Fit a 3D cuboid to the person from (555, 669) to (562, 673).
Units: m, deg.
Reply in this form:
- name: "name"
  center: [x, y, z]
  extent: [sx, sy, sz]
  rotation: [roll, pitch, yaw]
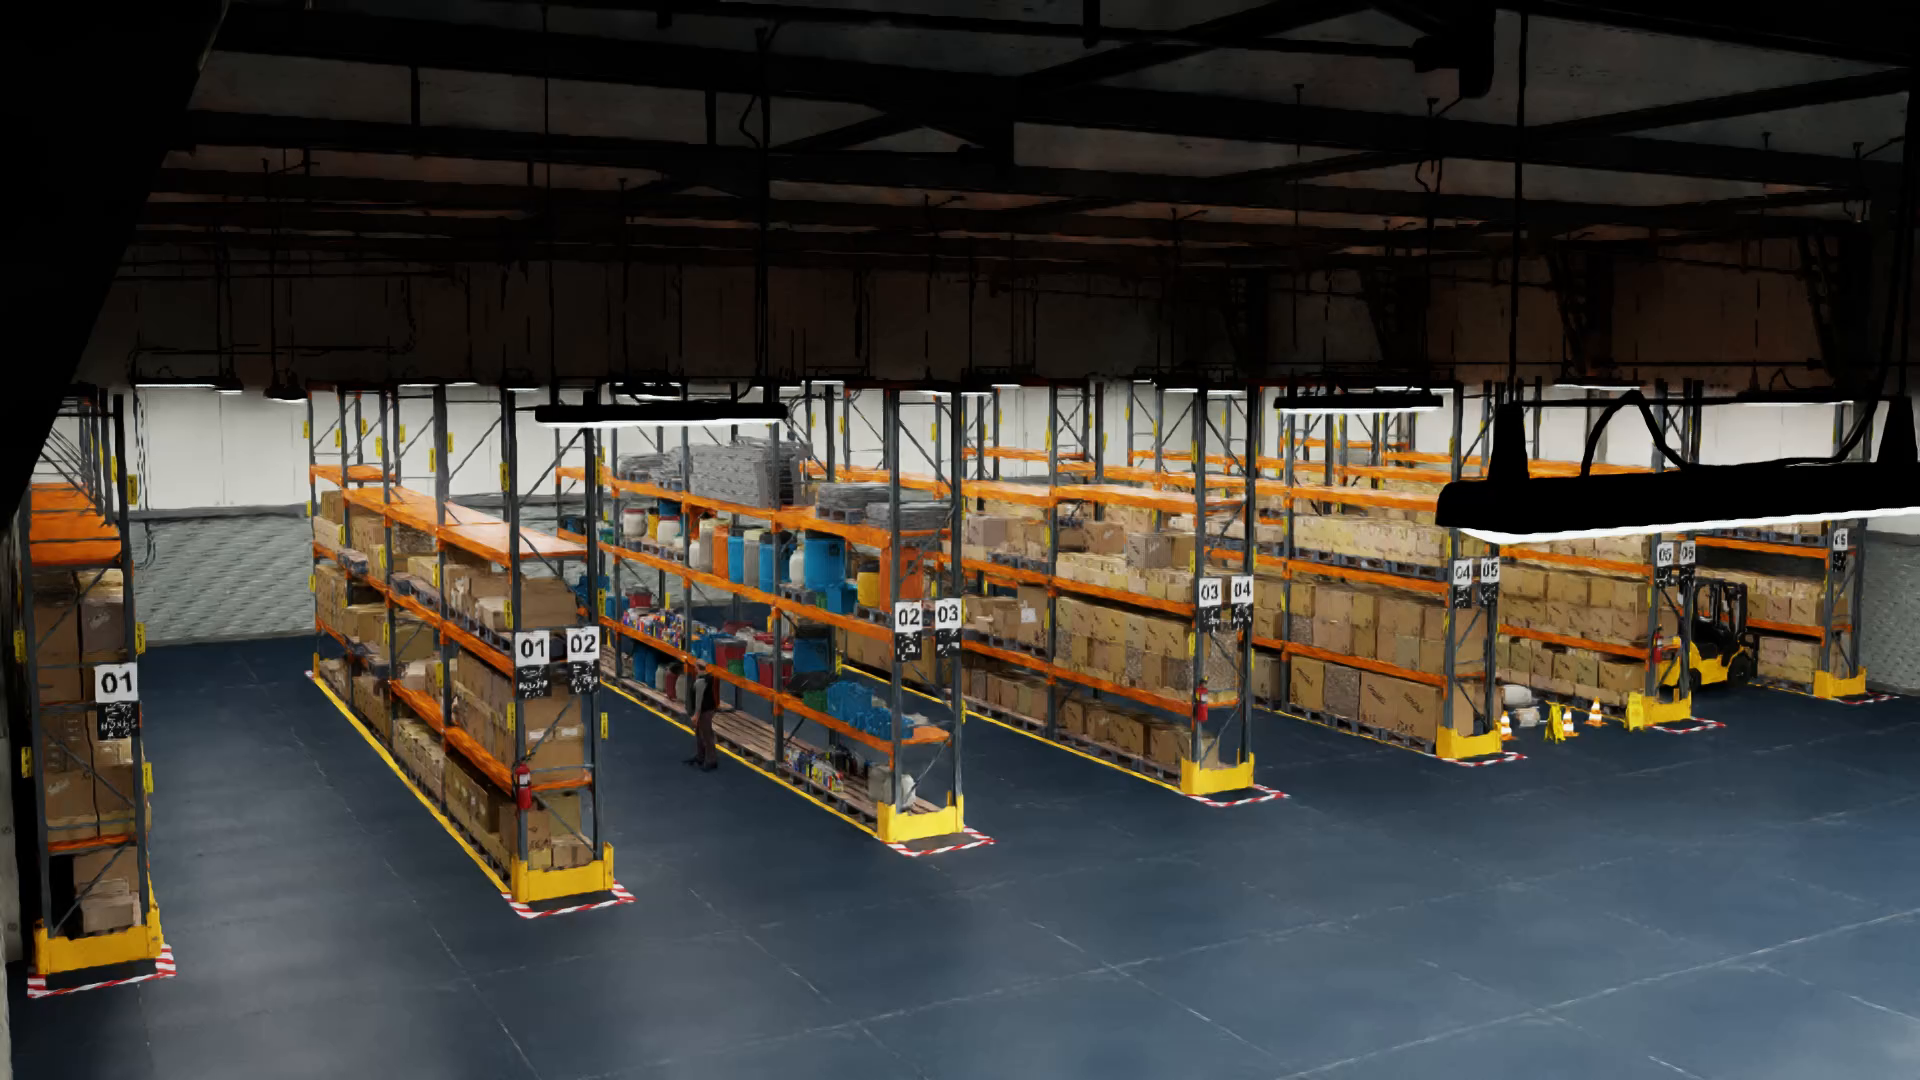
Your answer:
- name: "person"
  center: [-7.330, 2.398, 29.789]
  extent: [0.417, 1.517, 1.037]
  rotation: [-3, 7, -27]

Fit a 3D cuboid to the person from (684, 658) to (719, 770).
- name: "person"
  center: [-4.064, 2.694, 26.040]
  extent: [0.576, 1.718, 0.626]
  rotation: [0, 6, 0]

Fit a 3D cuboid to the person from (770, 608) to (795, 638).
- name: "person"
  center: [-3.641, 1.879, 34.306]
  extent: [0.453, 1.613, 1.019]
  rotation: [-3, 7, -30]

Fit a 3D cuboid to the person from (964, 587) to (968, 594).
- name: "person"
  center: [0.015, 1.777, 35.473]
  extent: [0.625, 1.596, 0.510]
  rotation: [-4, 7, -31]
